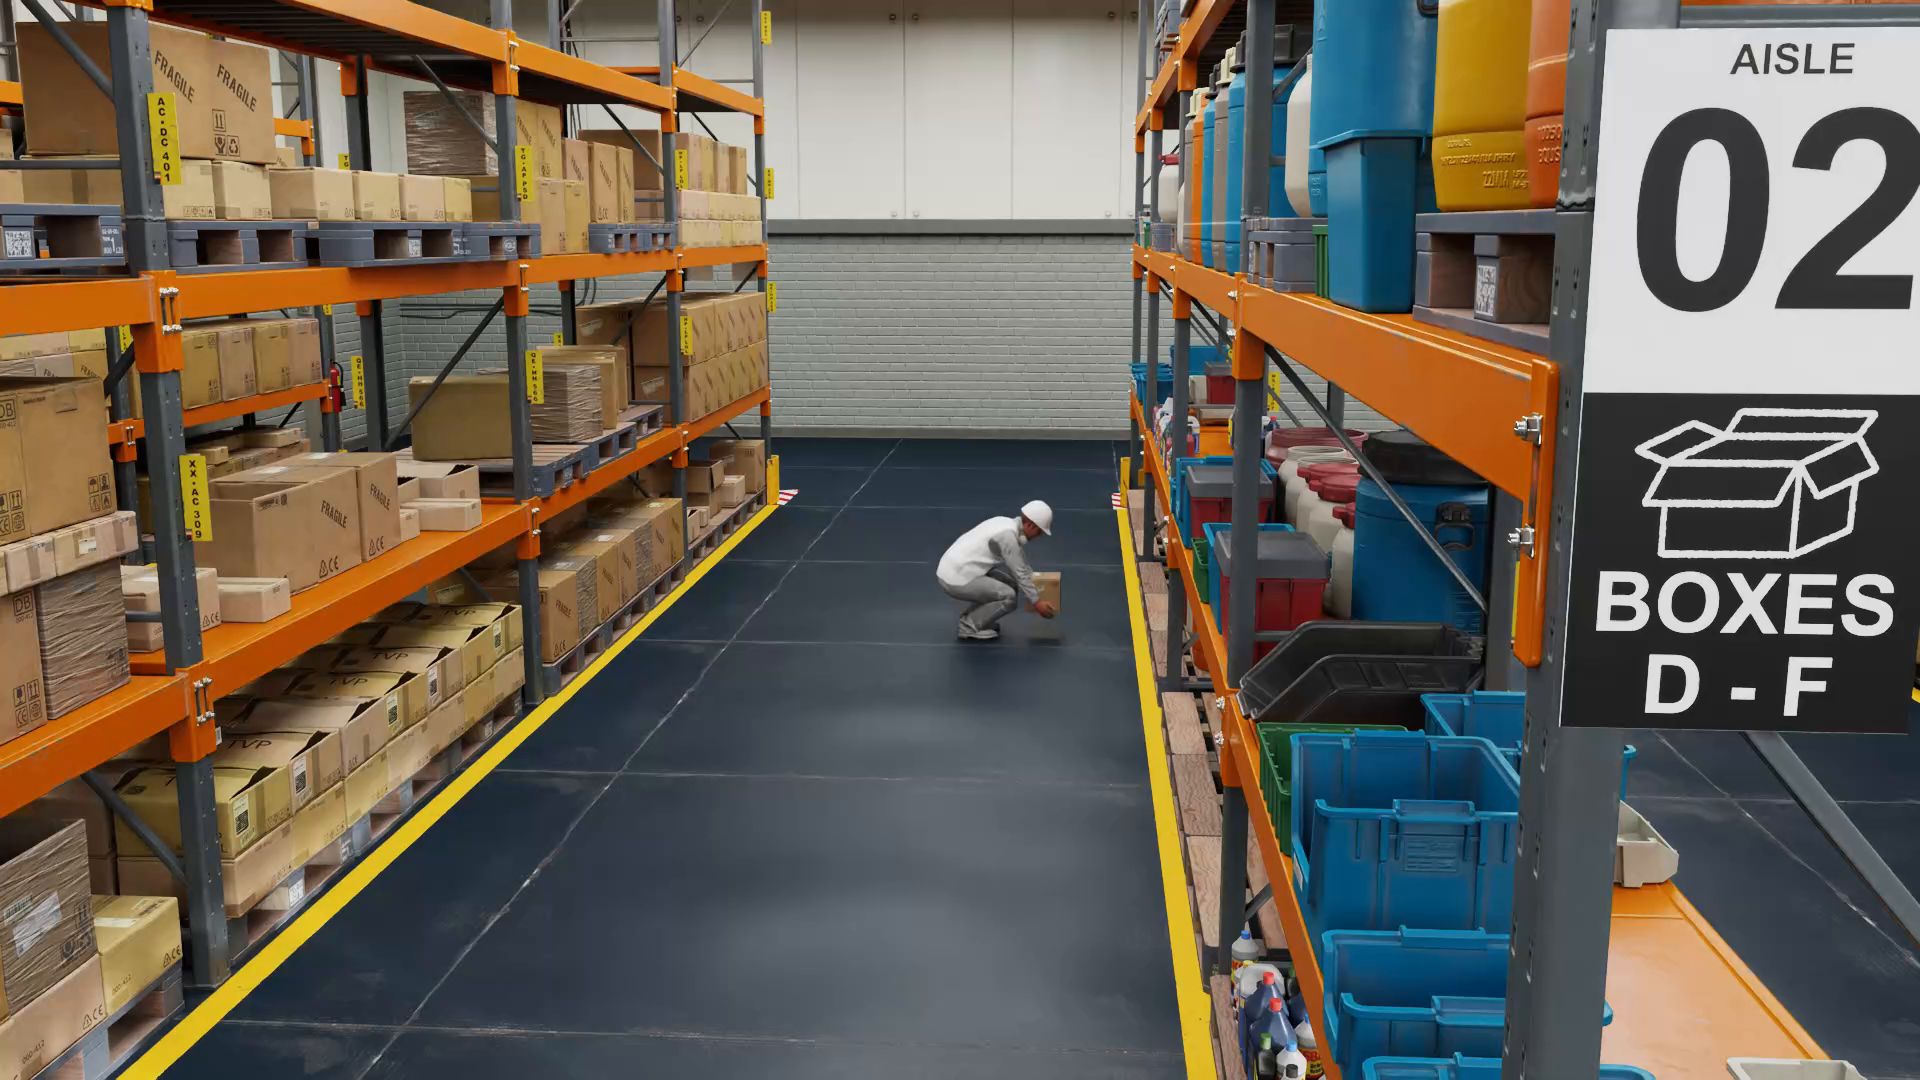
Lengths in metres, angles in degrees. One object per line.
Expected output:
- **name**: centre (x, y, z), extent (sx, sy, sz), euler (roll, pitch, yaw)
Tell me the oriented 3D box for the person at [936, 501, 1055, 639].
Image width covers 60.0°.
- **person**: centre (0.269, 0.209, 12.341), extent (0.878, 1.005, 0.540), euler (1, 11, 4)
